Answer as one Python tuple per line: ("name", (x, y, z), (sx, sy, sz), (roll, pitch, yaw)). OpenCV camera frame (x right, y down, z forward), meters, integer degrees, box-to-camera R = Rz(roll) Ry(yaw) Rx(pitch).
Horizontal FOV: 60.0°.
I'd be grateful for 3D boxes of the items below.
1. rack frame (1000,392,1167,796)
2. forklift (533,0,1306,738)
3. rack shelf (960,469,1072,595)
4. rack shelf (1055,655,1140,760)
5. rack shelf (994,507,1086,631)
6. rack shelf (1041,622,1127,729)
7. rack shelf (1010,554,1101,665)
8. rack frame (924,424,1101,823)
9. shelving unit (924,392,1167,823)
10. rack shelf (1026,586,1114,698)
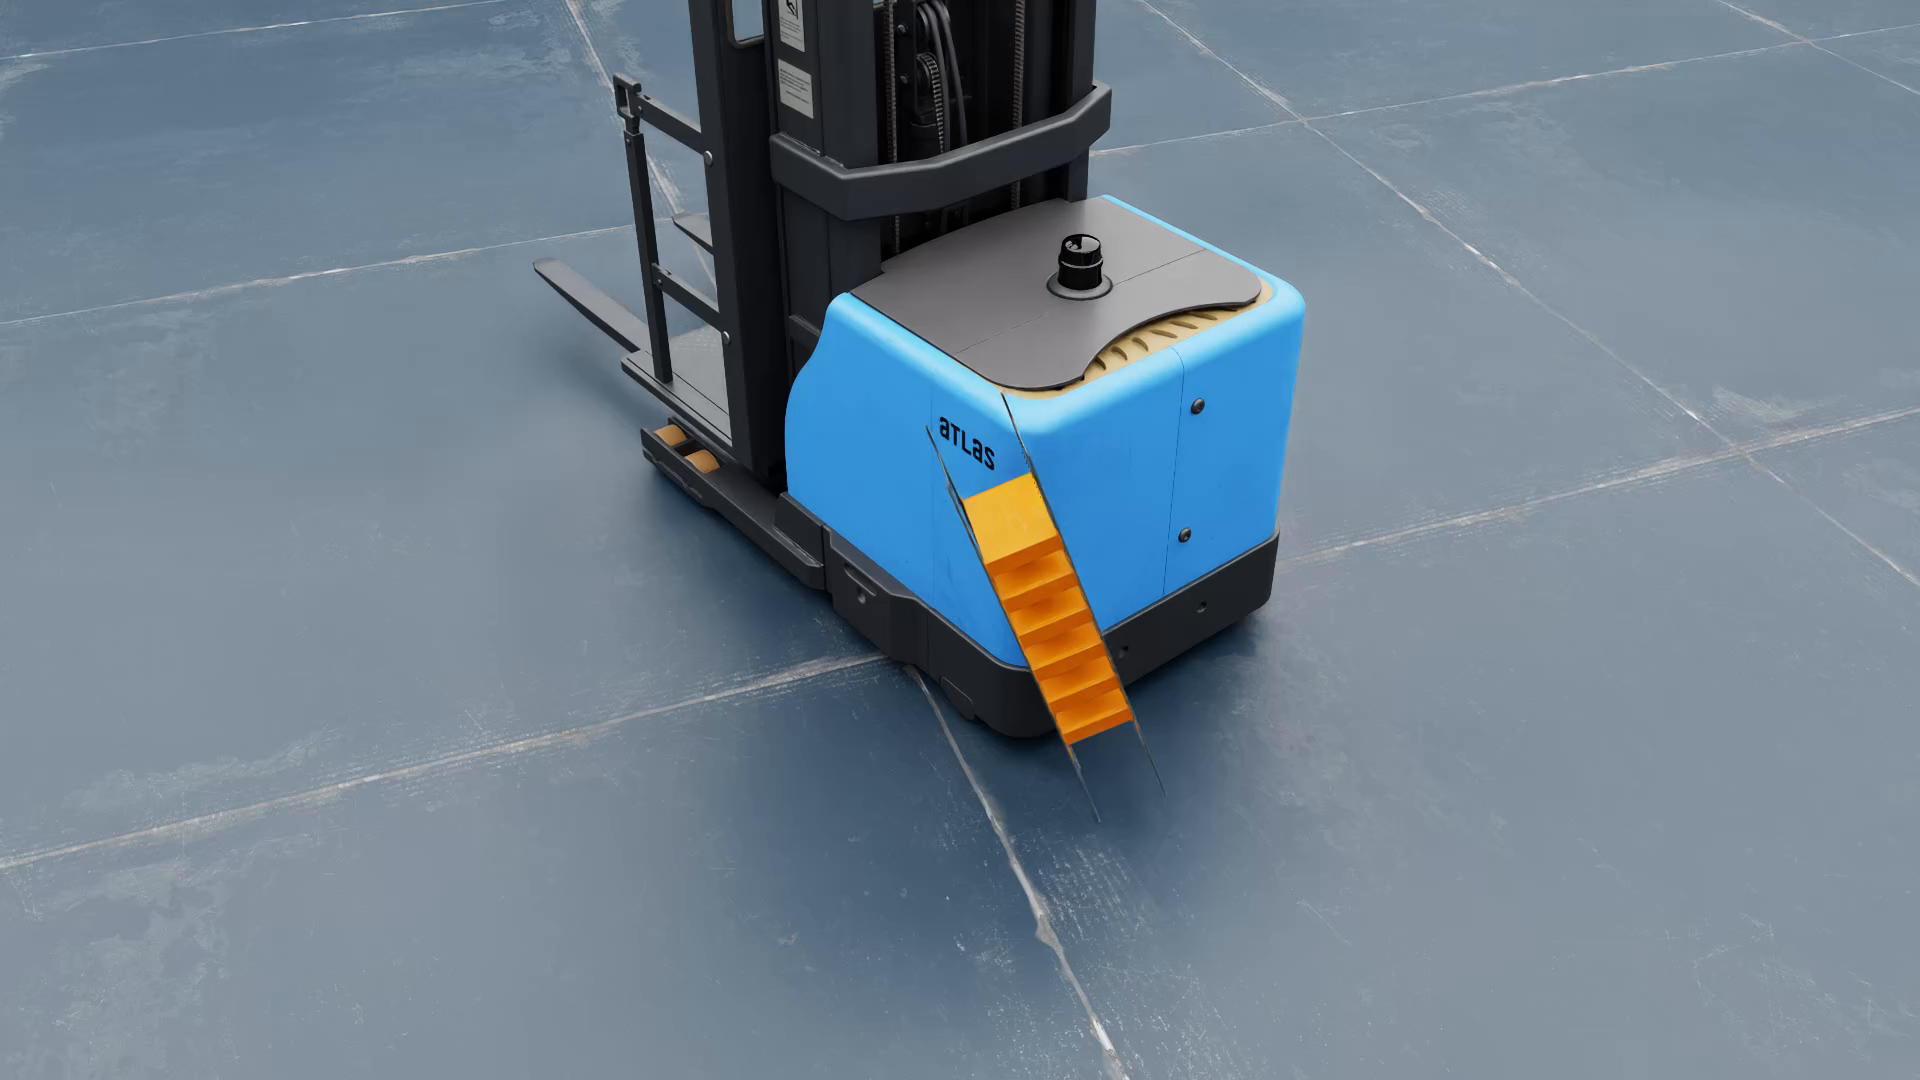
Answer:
("rack frame", (0.311, 0.165, 3.981), (0.006, 1.200, 0.240), (-23, 40, 3))
("forklift", (-0.399, -1.465, 4.758), (1.130, 2.935, 3.031), (-26, 44, -30))
("rack shelf", (0.125, -0.021, 3.784), (0.180, 0.103, 0.258), (-23, 40, 3))
("rack shelf", (0.318, 0.399, 4.167), (0.180, 0.103, 0.258), (-23, 40, 3))
("rack shelf", (0.163, 0.063, 3.861), (0.180, 0.103, 0.258), (-23, 40, 3))
("rack shelf", (0.280, 0.315, 4.090), (0.180, 0.103, 0.258), (-23, 40, 3))
("rack shelf", (0.202, 0.147, 3.937), (0.180, 0.103, 0.258), (-23, 40, 3))
("rack frame", (0.142, 0.235, 3.990), (0.006, 1.200, 0.240), (-23, 40, 3))
("shelving unit", (0.227, 0.200, 3.985), (0.189, 1.200, 0.258), (-23, 40, 3))
("rack shelf", (0.241, 0.231, 4.014), (0.180, 0.103, 0.258), (-23, 40, 3))
